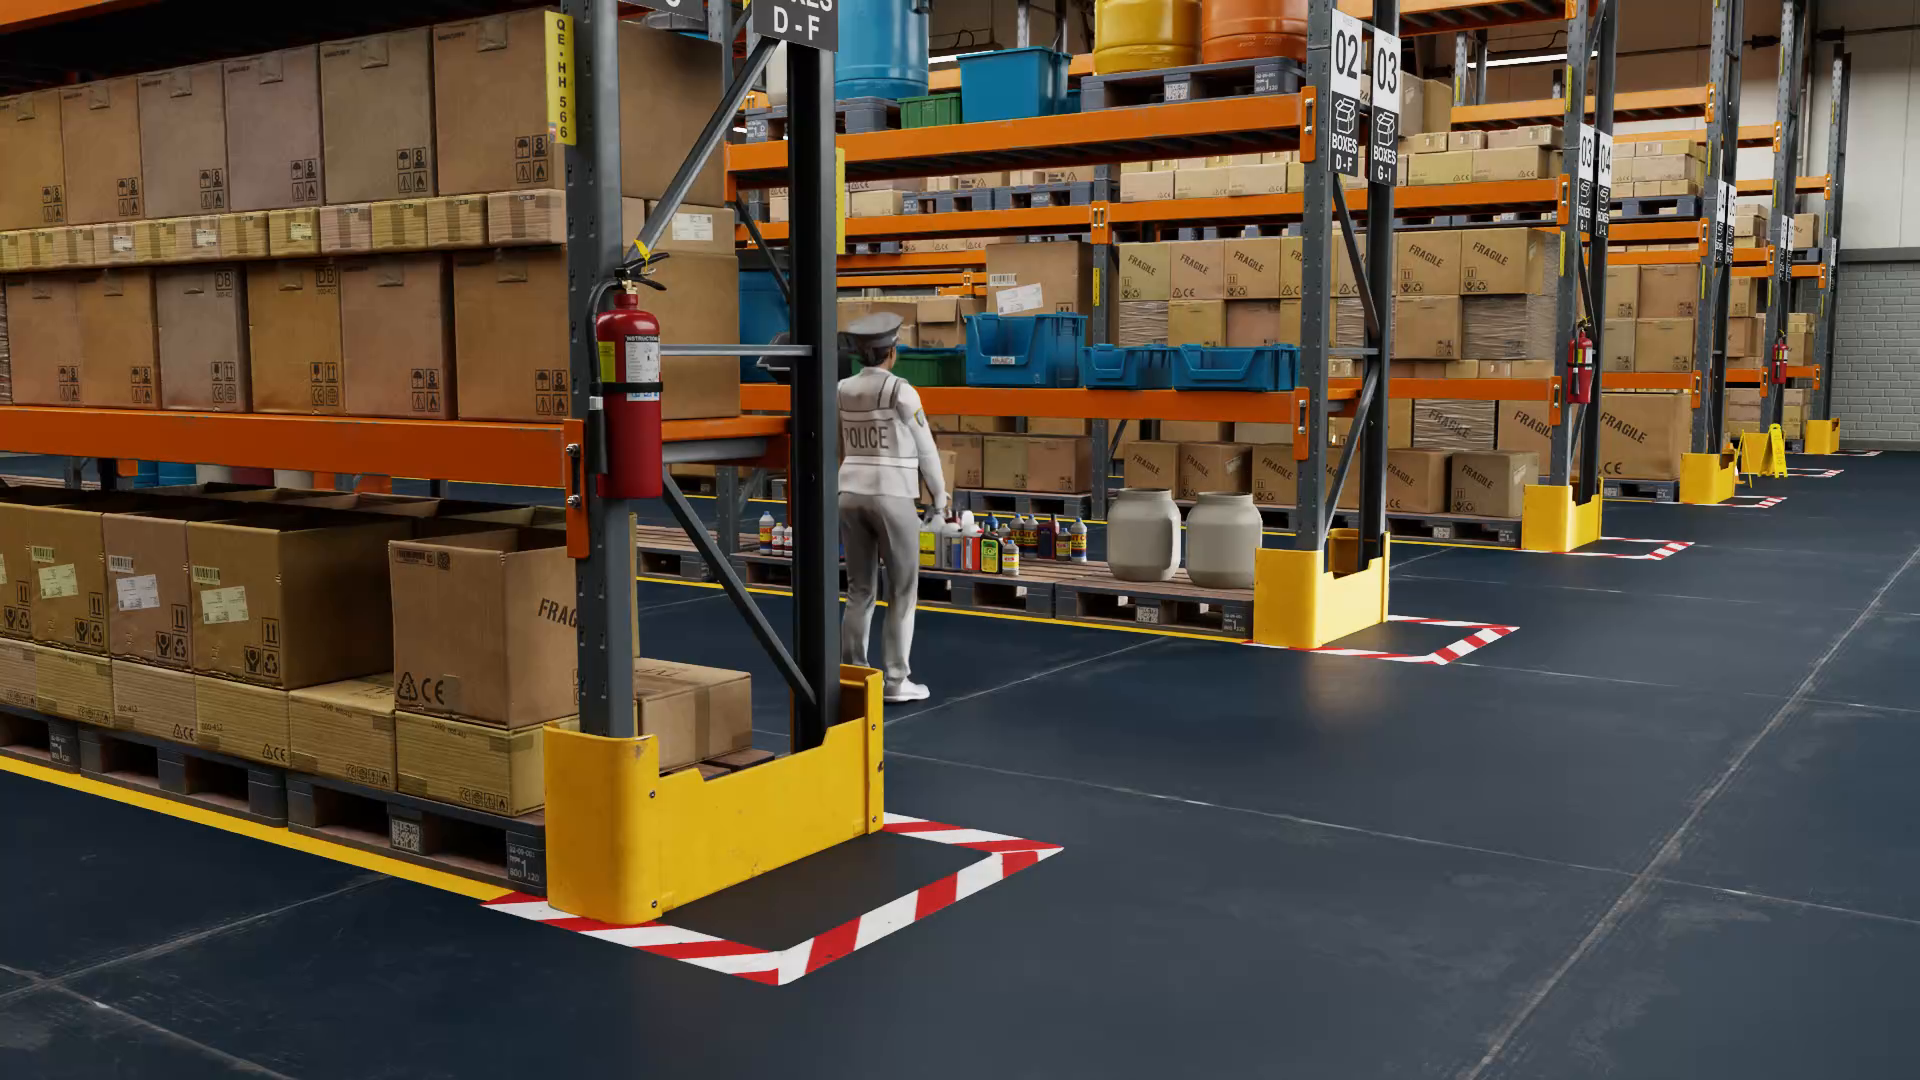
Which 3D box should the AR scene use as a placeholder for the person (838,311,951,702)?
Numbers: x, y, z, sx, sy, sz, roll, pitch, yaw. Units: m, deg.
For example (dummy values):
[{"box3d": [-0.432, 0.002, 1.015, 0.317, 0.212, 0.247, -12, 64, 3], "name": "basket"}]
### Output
[{"box3d": [-0.307, -0.151, 7.278, 0.416, 1.688, 0.526, 4, 8, 33], "name": "person"}]
